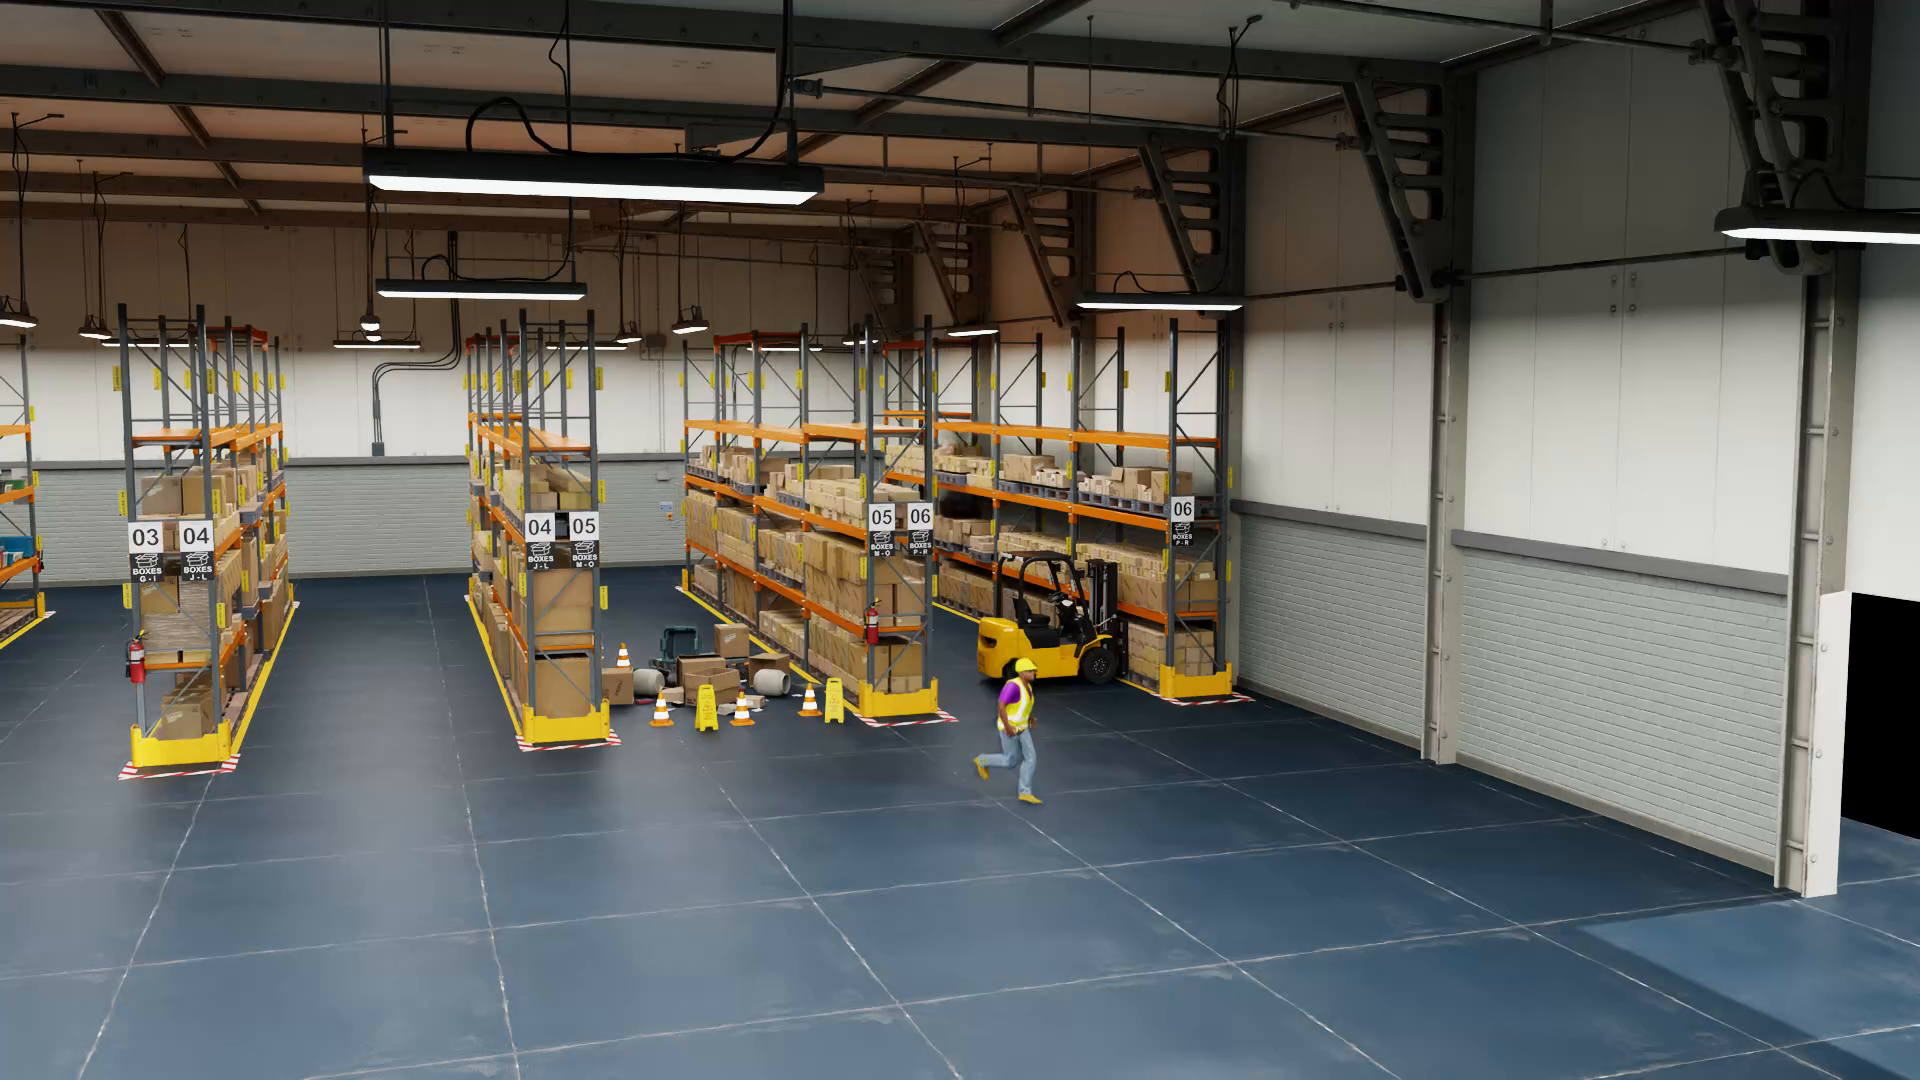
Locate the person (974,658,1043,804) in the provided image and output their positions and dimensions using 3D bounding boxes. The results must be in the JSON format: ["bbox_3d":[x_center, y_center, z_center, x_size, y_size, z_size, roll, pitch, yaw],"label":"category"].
[{"bbox_3d":[0.601,2.276,19.975,0.897,1.745,0.709,3,6,29],"label":"person"}]
